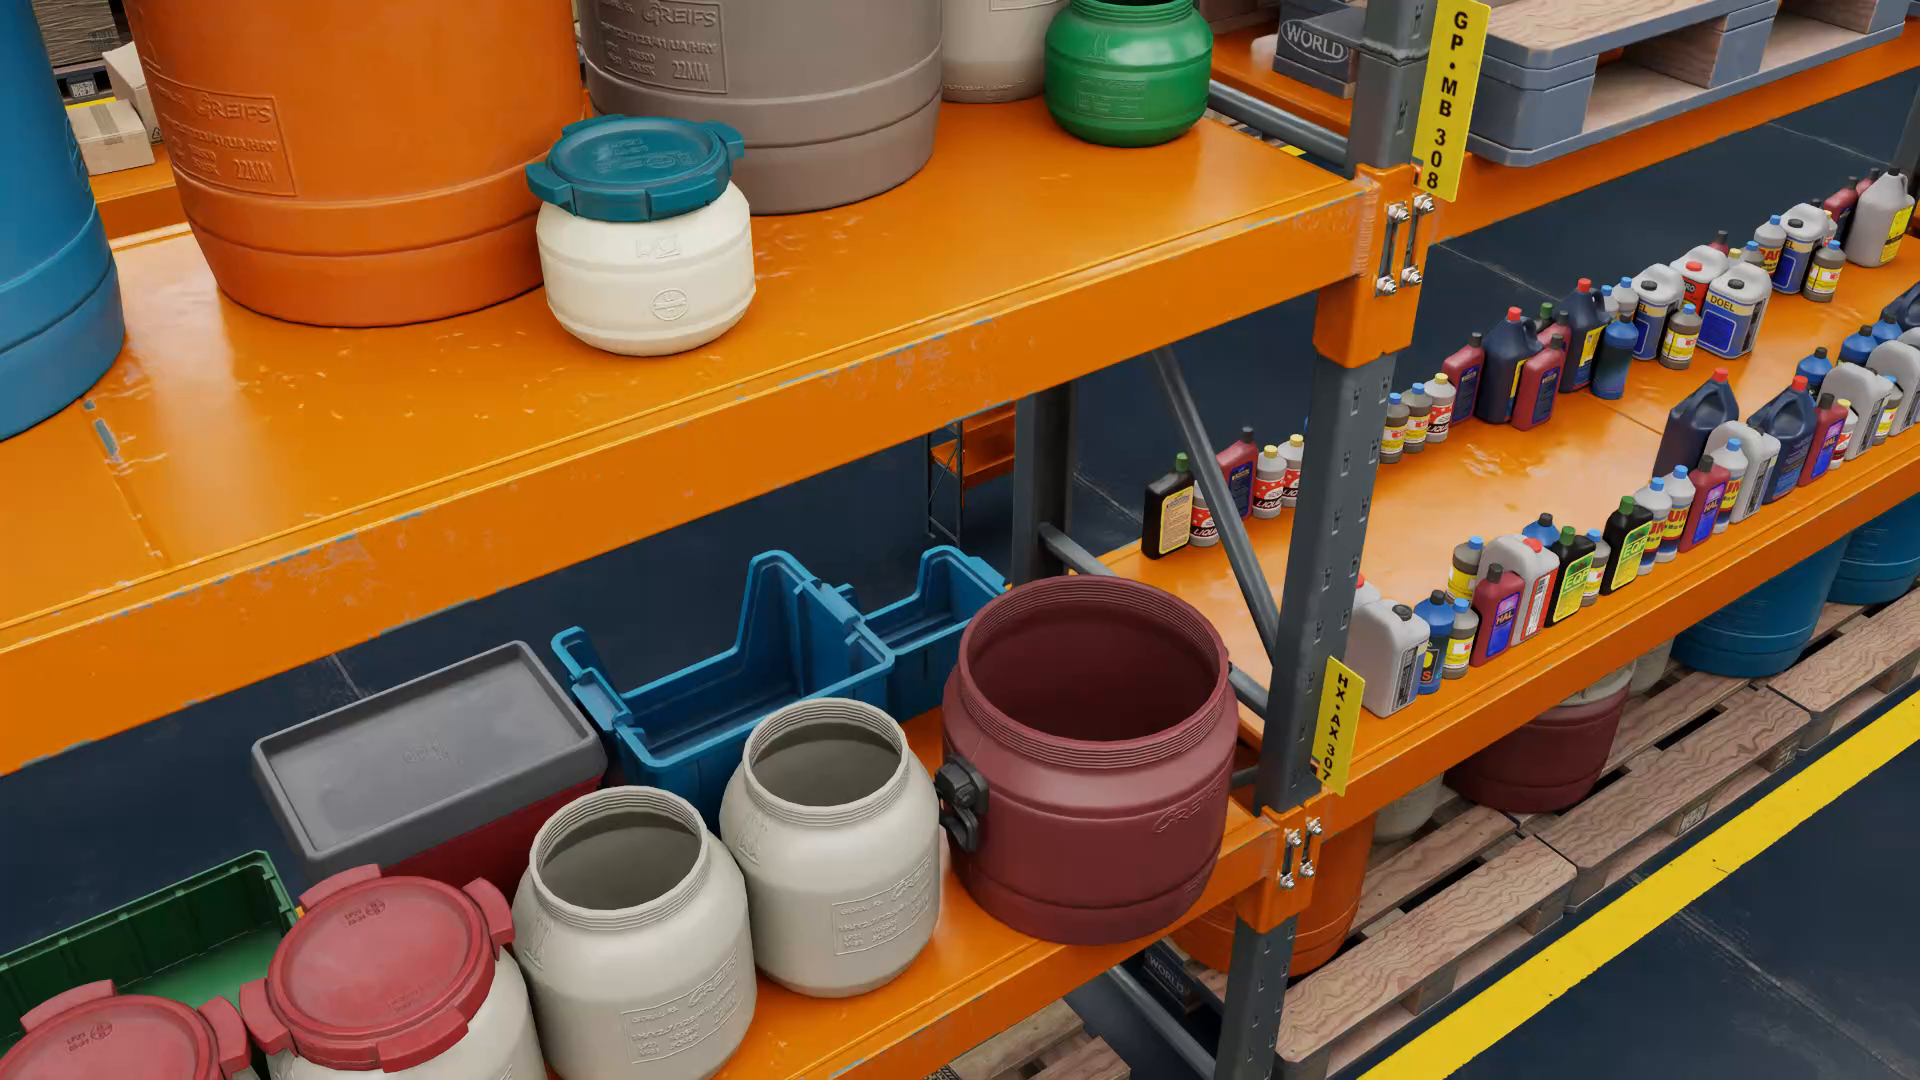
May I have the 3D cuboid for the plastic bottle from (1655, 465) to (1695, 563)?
[{"bbox_3d":[1.874,-0.076,4.397,0.097,0.271,0.097,0,36,0],"label":"plastic bottle"}]

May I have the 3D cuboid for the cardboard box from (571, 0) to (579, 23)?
[{"bbox_3d":[-1.933,-2.642,7.409,0.700,0.500,0.500,23,41,28],"label":"cardboard box"}]

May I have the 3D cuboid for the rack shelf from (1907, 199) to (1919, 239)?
[{"bbox_3d":[5.372,-1.526,6.919,4.000,0.370,1.077,-22,41,-28],"label":"rack shelf"}]

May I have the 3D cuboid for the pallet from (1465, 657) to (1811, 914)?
[{"bbox_3d":[2.085,0.639,5.681,1.213,0.211,1.003,-22,41,-28],"label":"pallet"}]

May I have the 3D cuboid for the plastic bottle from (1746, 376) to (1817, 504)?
[{"bbox_3d":[2.274,-0.290,4.626,0.185,0.351,0.144,-22,41,-28],"label":"plastic bottle"}]

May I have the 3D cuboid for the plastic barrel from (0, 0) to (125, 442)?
[{"bbox_3d":[-1.442,-0.590,2.004,0.708,0.901,0.600,-22,41,-28],"label":"plastic barrel"}]

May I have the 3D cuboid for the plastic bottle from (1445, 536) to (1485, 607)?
[{"bbox_3d":[1.299,0.081,4.239,0.097,0.201,0.097,0,36,0],"label":"plastic bottle"}]

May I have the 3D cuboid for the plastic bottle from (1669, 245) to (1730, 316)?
[{"bbox_3d":[2.383,-0.810,5.413,0.135,0.276,0.152,-22,41,-28],"label":"plastic bottle"}]

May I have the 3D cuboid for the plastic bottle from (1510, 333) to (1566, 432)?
[{"bbox_3d":[1.721,-0.470,4.935,0.133,0.283,0.061,-22,41,-28],"label":"plastic bottle"}]

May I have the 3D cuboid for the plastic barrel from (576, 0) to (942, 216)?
[{"bbox_3d":[-0.329,-1.049,2.641,0.600,0.901,0.600,0,36,0],"label":"plastic barrel"}]

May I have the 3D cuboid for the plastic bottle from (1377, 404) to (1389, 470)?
[{"bbox_3d":[1.164,-0.326,4.745,0.097,0.271,0.097,0,36,0],"label":"plastic bottle"}]

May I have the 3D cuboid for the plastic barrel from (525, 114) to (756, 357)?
[{"bbox_3d":[-0.437,-0.422,2.318,0.301,0.262,0.301,0,36,0],"label":"plastic barrel"}]

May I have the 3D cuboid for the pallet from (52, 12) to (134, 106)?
[{"bbox_3d":[-5.879,-3.134,10.927,1.213,0.211,1.003,-22,41,-28],"label":"pallet"}]

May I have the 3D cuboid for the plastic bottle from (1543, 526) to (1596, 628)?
[{"bbox_3d":[1.522,0.077,4.174,0.133,0.283,0.061,-22,41,-28],"label":"plastic bottle"}]

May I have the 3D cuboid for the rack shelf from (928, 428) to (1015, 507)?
[{"bbox_3d":[0.135,-0.327,6.632,0.480,0.148,0.258,-22,41,-28],"label":"rack shelf"}]

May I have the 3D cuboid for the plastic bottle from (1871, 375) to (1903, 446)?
[{"bbox_3d":[2.702,-0.388,4.891,0.097,0.201,0.097,0,36,0],"label":"plastic bottle"}]

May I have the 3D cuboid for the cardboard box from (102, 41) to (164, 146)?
[{"bbox_3d":[-3.225,-1.921,6.928,0.500,0.311,0.500,-23,42,-28],"label":"cardboard box"}]

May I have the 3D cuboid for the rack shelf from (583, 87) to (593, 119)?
[{"bbox_3d":[-0.748,-2.546,8.337,4.000,0.370,1.077,-22,41,-28],"label":"rack shelf"}]

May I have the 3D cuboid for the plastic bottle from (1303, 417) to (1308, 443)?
[{"bbox_3d":[1.005,-0.261,4.654,0.097,0.271,0.097,0,36,0],"label":"plastic bottle"}]

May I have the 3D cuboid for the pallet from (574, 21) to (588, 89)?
[{"bbox_3d":[-1.869,-2.349,7.611,1.003,0.211,1.213,-22,41,-28],"label":"pallet"}]

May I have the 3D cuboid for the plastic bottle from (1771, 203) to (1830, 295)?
[{"bbox_3d":[2.840,-0.998,5.675,0.135,0.276,0.152,-22,41,-28],"label":"plastic bottle"}]

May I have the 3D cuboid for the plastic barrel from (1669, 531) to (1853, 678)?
[{"bbox_3d":[2.704,-0.051,5.689,0.708,0.901,0.600,-22,41,-28],"label":"plastic barrel"}]

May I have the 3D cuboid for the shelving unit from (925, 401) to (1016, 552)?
[{"bbox_3d":[0.135,-0.543,6.477,0.503,1.200,0.258,-22,41,-28],"label":"shelving unit"}]

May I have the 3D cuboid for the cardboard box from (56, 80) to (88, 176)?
[{"bbox_3d":[-3.745,-1.634,6.367,0.500,0.500,0.500,-25,42,-30],"label":"cardboard box"}]

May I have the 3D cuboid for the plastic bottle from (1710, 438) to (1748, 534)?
[{"bbox_3d":[2.062,-0.153,4.504,0.097,0.271,0.097,0,36,0],"label":"plastic bottle"}]

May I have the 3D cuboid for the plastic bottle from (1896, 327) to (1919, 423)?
[{"bbox_3d":[2.891,-0.516,5.004,0.135,0.276,0.152,-22,41,-28],"label":"plastic bottle"}]

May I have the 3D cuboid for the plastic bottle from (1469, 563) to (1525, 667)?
[{"bbox_3d":[1.303,0.167,4.048,0.133,0.283,0.061,-22,41,-28],"label":"plastic bottle"}]

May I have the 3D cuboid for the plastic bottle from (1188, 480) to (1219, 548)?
[{"bbox_3d":[0.657,-0.089,4.475,0.097,0.201,0.097,0,36,0],"label":"plastic bottle"}]

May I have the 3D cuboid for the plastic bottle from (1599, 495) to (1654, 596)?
[{"bbox_3d":[1.710,0.000,4.281,0.133,0.283,0.061,-22,41,-28],"label":"plastic bottle"}]

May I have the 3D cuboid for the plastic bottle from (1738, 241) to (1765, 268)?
[{"bbox_3d":[2.650,-0.909,5.615,0.097,0.201,0.097,0,36,0],"label":"plastic bottle"}]

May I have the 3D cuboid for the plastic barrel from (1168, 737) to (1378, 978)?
[{"bbox_3d":[0.858,0.738,4.654,0.708,0.830,0.600,-22,41,-28],"label":"plastic barrel"}]

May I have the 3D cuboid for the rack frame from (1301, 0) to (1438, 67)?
[{"bbox_3d":[0.468,-2.235,2.151,0.127,3.000,1.000,-22,41,-28],"label":"rack frame"}]

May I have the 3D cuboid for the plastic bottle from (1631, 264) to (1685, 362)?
[{"bbox_3d":[2.193,-0.732,5.305,0.135,0.276,0.152,-22,41,-28],"label":"plastic bottle"}]

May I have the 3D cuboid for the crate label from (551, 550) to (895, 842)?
[{"bbox_3d":[-0.500,0.391,3.607,0.616,0.435,0.502,-22,41,-28],"label":"crate label"}]

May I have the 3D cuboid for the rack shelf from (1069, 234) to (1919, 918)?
[{"bbox_3d":[2.103,-0.181,5.048,4.000,0.370,1.077,-22,41,-28],"label":"rack shelf"}]

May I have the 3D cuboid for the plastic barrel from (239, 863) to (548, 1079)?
[{"bbox_3d":[-0.940,0.881,2.840,0.433,0.535,0.433,0,36,0],"label":"plastic barrel"}]

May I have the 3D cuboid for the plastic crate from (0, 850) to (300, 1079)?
[{"bbox_3d":[-1.541,0.911,3.096,0.662,0.188,0.450,-22,41,-28],"label":"plastic crate"}]

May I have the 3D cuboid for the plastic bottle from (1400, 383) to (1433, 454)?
[{"bbox_3d":[1.324,-0.363,4.856,0.097,0.201,0.097,0,36,0],"label":"plastic bottle"}]

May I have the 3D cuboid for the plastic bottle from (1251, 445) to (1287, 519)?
[{"bbox_3d":[0.846,-0.167,4.583,0.097,0.201,0.097,0,36,0],"label":"plastic bottle"}]

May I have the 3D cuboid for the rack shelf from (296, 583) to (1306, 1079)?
[{"bbox_3d":[-1.167,1.165,3.178,4.000,0.370,1.077,-22,41,-28],"label":"rack shelf"}]

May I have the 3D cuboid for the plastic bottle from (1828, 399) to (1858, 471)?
[{"bbox_3d":[2.512,-0.310,4.782,0.097,0.201,0.097,0,36,0],"label":"plastic bottle"}]

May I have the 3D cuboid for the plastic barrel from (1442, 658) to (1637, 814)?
[{"bbox_3d":[1.781,0.456,5.253,0.708,0.588,0.600,-22,41,-28],"label":"plastic barrel"}]

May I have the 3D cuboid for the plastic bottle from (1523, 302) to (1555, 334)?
[{"bbox_3d":[1.747,-0.584,5.093,0.133,0.283,0.061,-22,41,-28],"label":"plastic bottle"}]

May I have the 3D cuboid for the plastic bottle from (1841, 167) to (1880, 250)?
[{"bbox_3d":[3.192,-1.178,5.919,0.133,0.283,0.061,-22,41,-28],"label":"plastic bottle"}]

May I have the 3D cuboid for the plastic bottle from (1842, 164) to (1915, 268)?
[{"bbox_3d":[3.230,-1.148,5.819,0.185,0.351,0.144,-22,41,-28],"label":"plastic bottle"}]

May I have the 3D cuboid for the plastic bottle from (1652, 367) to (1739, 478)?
[{"bbox_3d":[2.076,-0.317,4.664,0.185,0.351,0.144,-22,41,-28],"label":"plastic bottle"}]

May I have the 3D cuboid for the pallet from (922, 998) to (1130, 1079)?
[{"bbox_3d":[-0.188,1.574,4.380,1.213,0.211,1.003,-22,41,-28],"label":"pallet"}]

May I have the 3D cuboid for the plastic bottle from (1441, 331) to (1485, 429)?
[{"bbox_3d":[1.487,-0.477,4.944,0.133,0.283,0.061,-22,41,-28],"label":"plastic bottle"}]

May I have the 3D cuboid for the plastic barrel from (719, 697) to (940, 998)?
[{"bbox_3d":[-0.250,0.603,3.247,0.421,0.512,0.421,0,36,0],"label":"plastic barrel"}]

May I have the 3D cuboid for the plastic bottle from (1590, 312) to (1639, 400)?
[{"bbox_3d":[2.006,-0.570,5.083,0.097,0.271,0.097,0,36,0],"label":"plastic bottle"}]

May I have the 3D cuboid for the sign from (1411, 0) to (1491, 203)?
[{"bbox_3d":[0.790,-0.715,2.696,0.005,0.325,0.100,-22,41,-28],"label":"sign"}]

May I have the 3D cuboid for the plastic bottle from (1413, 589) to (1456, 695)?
[{"bbox_3d":[1.118,0.235,3.964,0.097,0.271,0.097,0,36,0],"label":"plastic bottle"}]

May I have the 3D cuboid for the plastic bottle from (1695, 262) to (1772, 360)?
[{"bbox_3d":[2.470,-0.737,5.312,0.135,0.276,0.152,-22,41,-28],"label":"plastic bottle"}]

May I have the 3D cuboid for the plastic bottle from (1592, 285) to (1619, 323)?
[{"bbox_3d":[2.003,-0.671,5.224,0.097,0.271,0.097,0,36,0],"label":"plastic bottle"}]

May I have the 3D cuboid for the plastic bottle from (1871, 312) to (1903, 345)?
[{"bbox_3d":[2.803,-0.567,5.080,0.097,0.271,0.097,0,36,0],"label":"plastic bottle"}]

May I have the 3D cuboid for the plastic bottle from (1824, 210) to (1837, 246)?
[{"bbox_3d":[2.999,-1.053,5.815,0.097,0.201,0.097,0,36,0],"label":"plastic bottle"}]

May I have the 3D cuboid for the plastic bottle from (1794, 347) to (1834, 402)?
[{"bbox_3d":[2.504,-0.444,4.908,0.097,0.271,0.097,0,36,0],"label":"plastic bottle"}]
